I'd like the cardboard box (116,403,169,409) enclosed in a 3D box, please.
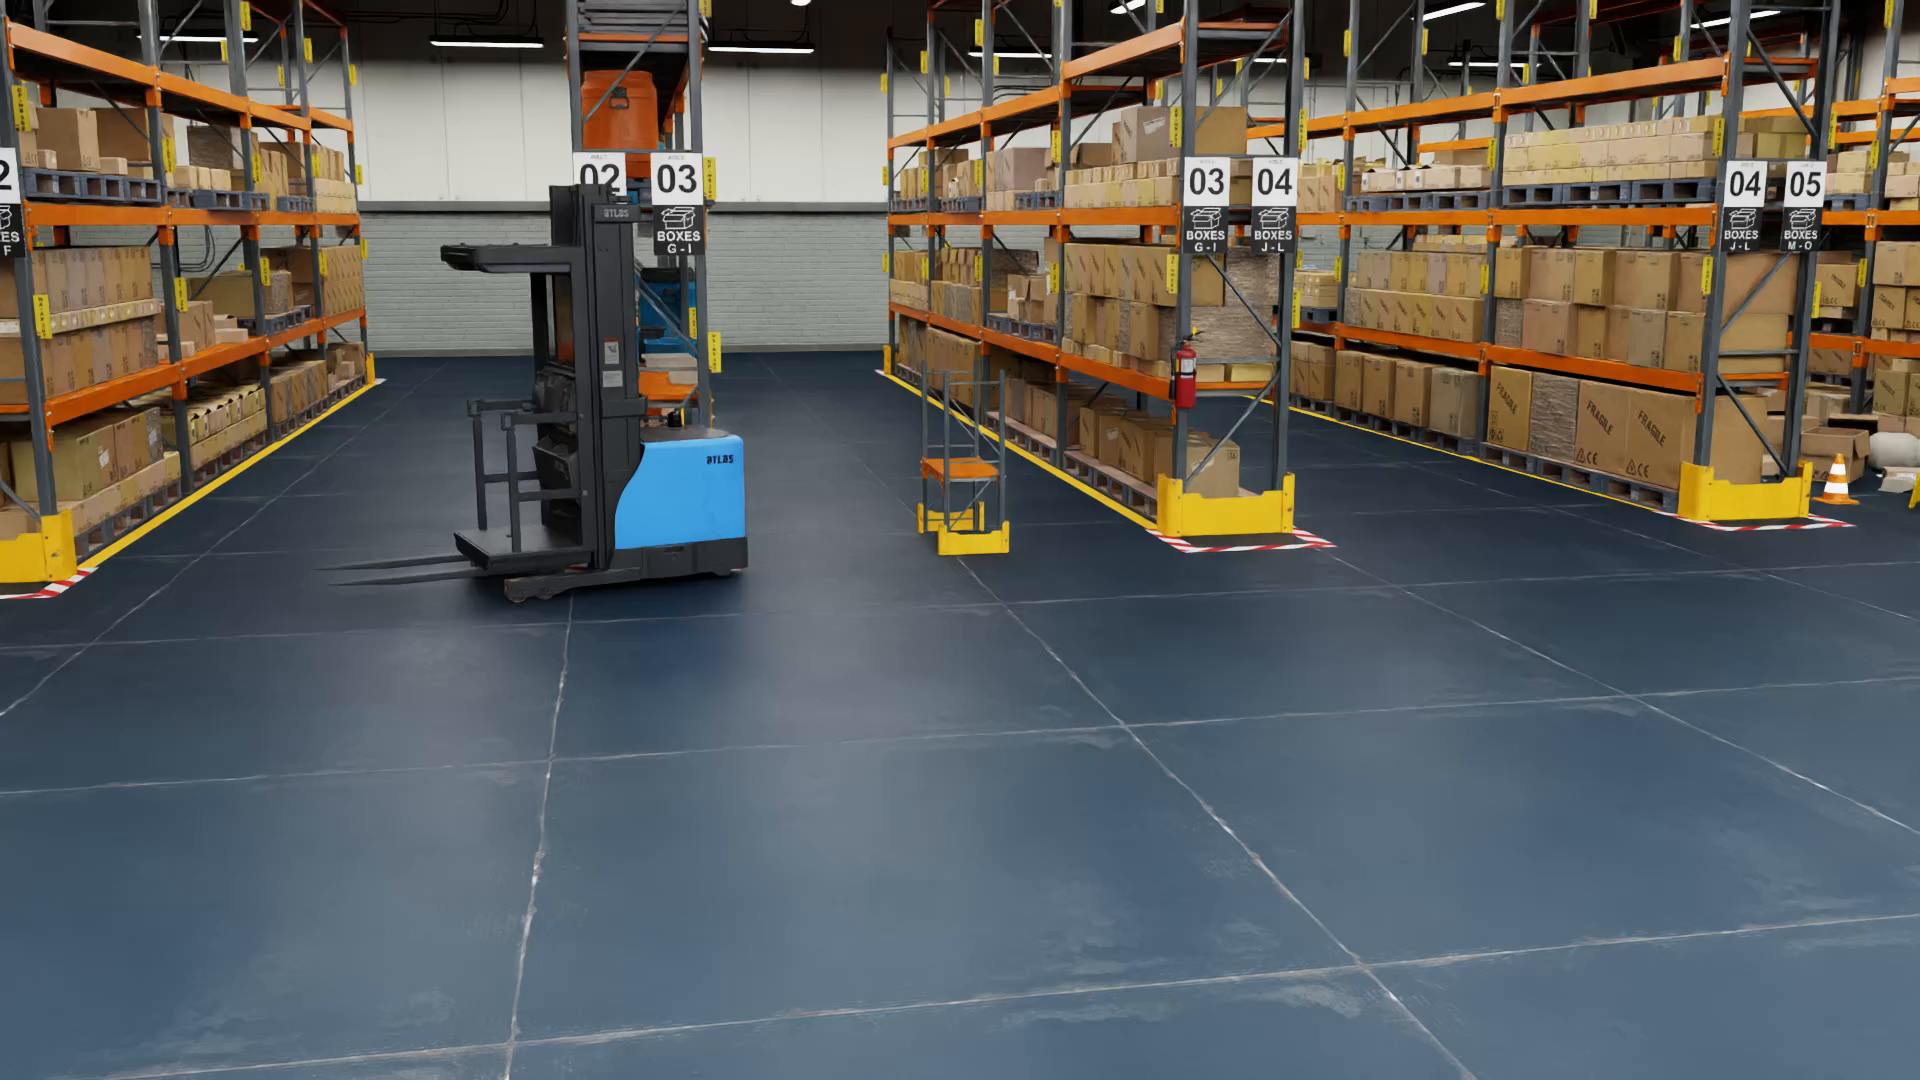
[{"bbox_3d":[-8.717,-1.294,17.706,0.500,0.311,0.500,-2,11,-11],"label":"cardboard box"}]

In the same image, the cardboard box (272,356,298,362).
[{"bbox_3d":[-10.100,-2.462,24.620,0.500,0.500,0.500,-2,11,-11],"label":"cardboard box"}]

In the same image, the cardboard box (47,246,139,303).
[{"bbox_3d":[-7.963,-2.425,15.180,0.700,0.500,0.500,-2,11,-11],"label":"cardboard box"}]

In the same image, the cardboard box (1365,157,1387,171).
[{"bbox_3d":[5.762,-5.245,23.396,0.396,0.266,0.258,-2,11,-11],"label":"cardboard box"}]

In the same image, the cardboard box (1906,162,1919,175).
[{"bbox_3d":[11.104,-4.258,19.064,0.380,0.149,0.250,-2,11,-9],"label":"cardboard box"}]

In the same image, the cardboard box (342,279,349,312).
[{"bbox_3d":[-9.841,-3.811,25.932,0.500,0.500,0.500,-2,11,-12],"label":"cardboard box"}]

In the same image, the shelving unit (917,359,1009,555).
[{"bbox_3d":[0.015,-0.723,13.983,0.587,1.500,1.083,-2,11,-11],"label":"shelving unit"}]

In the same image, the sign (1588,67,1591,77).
[{"bbox_3d":[10.258,-7.567,27.175,0.100,0.325,0.005,-2,11,-11],"label":"sign"}]

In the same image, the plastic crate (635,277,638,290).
[{"bbox_3d":[-5.381,-4.285,28.434,0.616,0.435,0.499,-2,11,-11],"label":"plastic crate"}]

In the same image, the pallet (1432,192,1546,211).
[{"bbox_3d":[6.221,-3.980,19.575,0.805,0.209,1.217,-3,11,-13],"label":"pallet"}]

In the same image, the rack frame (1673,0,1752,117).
[{"bbox_3d":[10.506,-6.313,23.300,1.000,3.000,0.127,-2,11,-11],"label":"rack frame"}]

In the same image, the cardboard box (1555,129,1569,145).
[{"bbox_3d":[6.386,-4.165,17.185,0.380,0.149,0.250,-2,11,-10],"label":"cardboard box"}]

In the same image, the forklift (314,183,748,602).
[{"bbox_3d":[-3.165,-1.107,12.175,3.031,2.935,1.130,-6,12,-29],"label":"forklift"}]

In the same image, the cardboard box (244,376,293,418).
[{"bbox_3d":[-8.848,-1.824,21.267,0.500,0.500,0.500,-3,11,-13],"label":"cardboard box"}]

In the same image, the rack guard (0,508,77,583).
[{"bbox_3d":[-7.372,0.053,12.580,1.175,0.500,0.348,-2,11,-11],"label":"rack guard"}]

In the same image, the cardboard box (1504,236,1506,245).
[{"bbox_3d":[9.411,-5.056,28.063,0.380,0.149,0.250,-2,11,-10],"label":"cardboard box"}]

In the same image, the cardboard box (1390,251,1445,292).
[{"bbox_3d":[5.949,-3.439,21.299,0.700,0.500,0.500,-2,11,-12],"label":"cardboard box"}]

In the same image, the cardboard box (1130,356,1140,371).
[{"bbox_3d":[1.824,-1.689,15.719,0.380,0.149,0.250,-2,11,-11],"label":"cardboard box"}]

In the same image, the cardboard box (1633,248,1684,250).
[{"bbox_3d":[10.149,-3.992,24.206,0.500,0.500,0.500,-2,11,-13],"label":"cardboard box"}]

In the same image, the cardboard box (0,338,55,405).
[{"bbox_3d":[-7.455,-1.314,12.812,0.700,0.500,0.500,-2,11,-11],"label":"cardboard box"}]

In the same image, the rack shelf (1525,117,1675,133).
[{"bbox_3d":[10.117,-6.130,25.332,1.077,0.370,4.000,-2,11,-11],"label":"rack shelf"}]

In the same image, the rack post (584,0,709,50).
[{"bbox_3d":[-2.539,-4.203,13.551,0.937,0.300,0.954,-1,11,-5],"label":"rack post"}]

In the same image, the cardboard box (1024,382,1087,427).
[{"bbox_3d":[1.173,-1.667,20.441,0.700,0.500,0.500,-1,11,-6],"label":"cardboard box"}]

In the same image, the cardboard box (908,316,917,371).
[{"bbox_3d":[-0.391,-3.354,28.357,0.875,0.875,0.875,-2,11,-11],"label":"cardboard box"}]

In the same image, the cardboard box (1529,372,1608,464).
[{"bbox_3d":[6.681,-1.314,17.635,0.875,0.875,0.875,-2,11,-11],"label":"cardboard box"}]

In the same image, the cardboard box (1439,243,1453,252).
[{"bbox_3d":[8.979,-5.087,29.959,0.500,0.500,0.500,-2,11,-11],"label":"cardboard box"}]

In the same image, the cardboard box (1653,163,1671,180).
[{"bbox_3d":[6.730,-3.448,15.549,0.380,0.149,0.250,-2,11,-10],"label":"cardboard box"}]

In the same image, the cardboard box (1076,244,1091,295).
[{"bbox_3d":[1.500,-2.775,17.019,0.500,0.500,0.500,-2,11,-11],"label":"cardboard box"}]

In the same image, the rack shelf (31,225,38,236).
[{"bbox_3d":[-14.958,-4.686,24.697,1.077,0.370,4.000,-2,11,-11],"label":"rack shelf"}]

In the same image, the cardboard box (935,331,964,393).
[{"bbox_3d":[0.326,-2.622,24.507,1.225,0.875,0.875,-3,11,-13],"label":"cardboard box"}]

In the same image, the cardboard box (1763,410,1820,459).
[{"bbox_3d":[9.047,-1.141,18.481,0.797,0.637,0.503,-2,11,-11],"label":"cardboard box"}]

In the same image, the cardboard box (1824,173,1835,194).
[{"bbox_3d":[10.935,-4.434,20.724,0.500,0.250,0.500,-2,11,-10],"label":"cardboard box"}]

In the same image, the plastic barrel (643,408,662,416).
[{"bbox_3d":[-4.185,-2.055,21.653,0.600,0.830,0.708,-2,11,-11],"label":"plastic barrel"}]

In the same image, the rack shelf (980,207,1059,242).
[{"bbox_3d":[1.174,-3.759,19.827,1.077,0.370,4.000,-2,11,-11],"label":"rack shelf"}]

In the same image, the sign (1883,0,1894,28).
[{"bbox_3d":[10.741,-6.095,19.232,0.100,0.325,0.005,-2,11,-11],"label":"sign"}]

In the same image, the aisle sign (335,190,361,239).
[{"bbox_3d":[-10.201,-5.414,27.668,0.394,0.787,0.004,-2,11,-11],"label":"aisle sign"}]

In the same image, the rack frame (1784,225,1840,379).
[{"bbox_3d":[14.596,-4.281,28.667,1.000,3.000,0.127,-2,11,-11],"label":"rack frame"}]

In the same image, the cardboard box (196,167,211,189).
[{"bbox_3d":[-8.569,-3.971,18.291,0.500,0.250,0.500,-2,11,-12],"label":"cardboard box"}]

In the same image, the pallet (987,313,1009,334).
[{"bbox_3d":[1.028,-2.785,21.319,1.213,0.211,1.003,-2,11,-11],"label":"pallet"}]

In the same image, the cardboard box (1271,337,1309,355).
[{"bbox_3d":[4.978,-2.912,25.029,0.500,0.250,0.500,-2,11,-9],"label":"cardboard box"}]

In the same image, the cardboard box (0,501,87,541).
[{"bbox_3d":[-7.263,-0.141,13.147,0.500,0.250,0.500,-2,11,-11],"label":"cardboard box"}]

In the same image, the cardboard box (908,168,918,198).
[{"bbox_3d":[-0.478,-5.957,27.793,0.700,0.500,0.500,-3,11,-15],"label":"cardboard box"}]

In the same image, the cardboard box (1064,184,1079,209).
[{"bbox_3d":[1.399,-3.580,17.364,0.500,0.250,0.500,-3,11,-13],"label":"cardboard box"}]

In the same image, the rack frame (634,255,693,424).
[{"bbox_3d":[-3.295,-2.092,17.167,1.000,3.000,0.127,-2,11,-11],"label":"rack frame"}]

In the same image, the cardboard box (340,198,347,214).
[{"bbox_3d":[-9.934,-5.246,26.113,0.500,0.250,0.500,-2,11,-11],"label":"cardboard box"}]

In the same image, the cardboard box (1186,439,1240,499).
[{"bbox_3d":[2.236,-0.632,15.058,0.500,0.500,0.500,0,11,0],"label":"cardboard box"}]

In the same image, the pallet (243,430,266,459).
[{"bbox_3d":[-8.811,-1.124,19.538,1.003,0.211,1.213,-2,11,-11],"label":"pallet"}]

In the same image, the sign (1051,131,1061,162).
[{"bbox_3d":[1.019,-4.173,17.638,0.100,0.325,0.005,-2,11,-11],"label":"sign"}]

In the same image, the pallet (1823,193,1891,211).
[{"bbox_3d":[11.268,-4.131,20.359,1.213,0.211,1.003,-2,11,-11],"label":"pallet"}]

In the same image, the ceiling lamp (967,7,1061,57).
[{"bbox_3d":[1.194,-10.872,31.640,2.000,3.185,0.800,-2,11,-11],"label":"ceiling lamp"}]

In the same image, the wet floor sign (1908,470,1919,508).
[{"bbox_3d":[9.174,-0.611,15.679,0.267,0.644,0.232,-4,12,-21],"label":"wet floor sign"}]

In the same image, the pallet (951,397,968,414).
[{"bbox_3d":[0.472,-2.007,24.175,1.003,0.211,1.213,-2,11,-11],"label":"pallet"}]

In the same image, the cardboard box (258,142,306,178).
[{"bbox_3d":[-9.843,-5.482,24.011,0.700,0.500,0.500,-2,11,-11],"label":"cardboard box"}]

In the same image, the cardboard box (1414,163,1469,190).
[{"bbox_3d":[5.891,-4.433,20.290,0.500,0.311,0.500,-3,11,-13],"label":"cardboard box"}]

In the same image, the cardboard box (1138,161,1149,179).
[{"bbox_3d":[1.813,-3.317,14.916,0.380,0.149,0.250,-2,11,-11],"label":"cardboard box"}]

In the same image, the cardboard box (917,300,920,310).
[{"bbox_3d":[-0.473,-3.755,26.572,0.380,0.149,0.250,-2,11,-12],"label":"cardboard box"}]

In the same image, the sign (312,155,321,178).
[{"bbox_3d":[-9.167,-5.322,23.677,0.100,0.325,0.005,-2,11,-11],"label":"sign"}]
